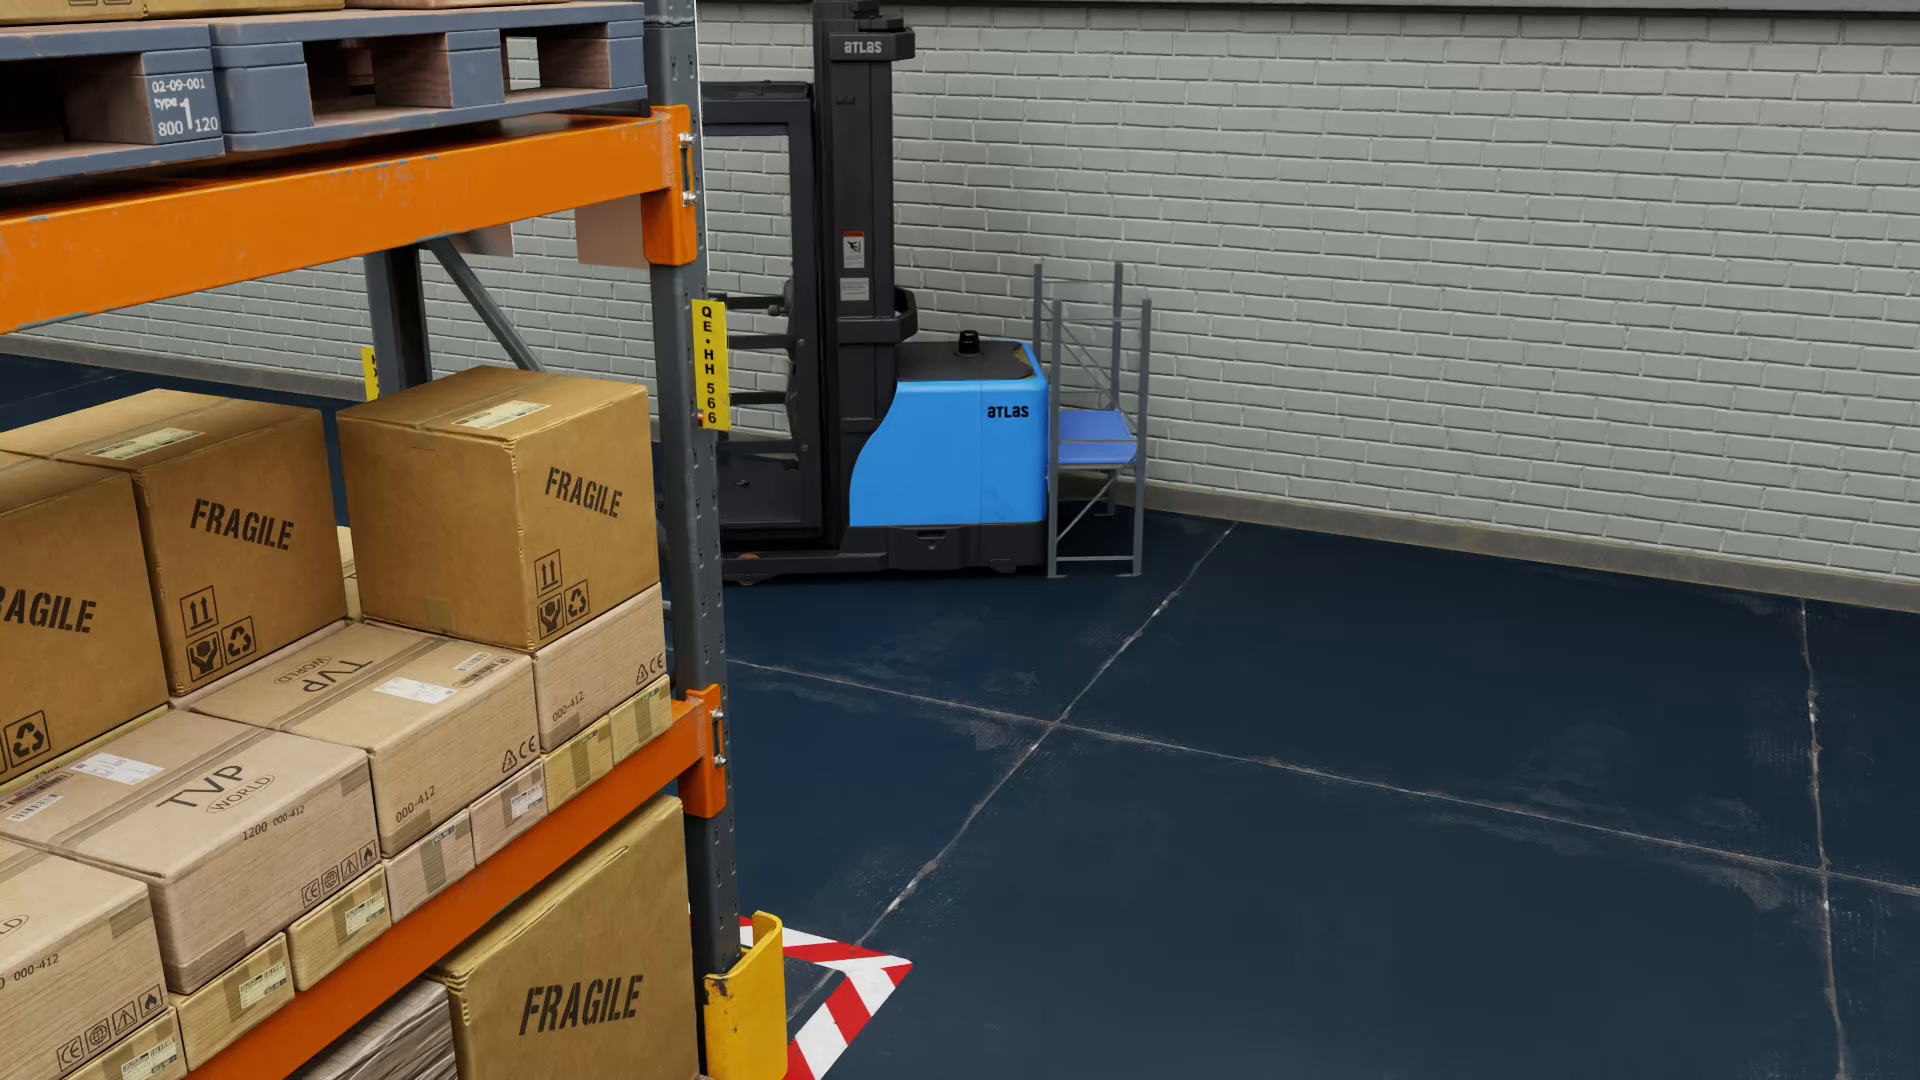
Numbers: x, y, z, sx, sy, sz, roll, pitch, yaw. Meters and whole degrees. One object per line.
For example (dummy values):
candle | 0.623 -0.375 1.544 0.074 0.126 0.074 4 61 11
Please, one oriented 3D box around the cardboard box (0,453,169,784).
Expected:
cardboard box | -1.964 0.145 3.245 0.500 0.500 0.500 8 21 21

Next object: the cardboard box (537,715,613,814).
cardboard box | -1.060 0.498 3.966 0.380 0.149 0.250 9 21 23

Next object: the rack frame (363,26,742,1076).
rack frame | -1.109 0.146 4.581 1.000 3.000 0.127 9 21 23

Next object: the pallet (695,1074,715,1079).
pallet | -1.365 1.715 4.331 1.003 0.211 1.213 9 21 23

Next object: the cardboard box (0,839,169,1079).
cardboard box | -1.692 0.732 2.715 0.500 0.250 0.500 9 21 23

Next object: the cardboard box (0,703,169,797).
cardboard box | -1.968 0.499 3.368 0.500 0.250 0.500 8 21 21

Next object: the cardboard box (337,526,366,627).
cardboard box | -1.552 0.186 4.248 0.500 0.250 0.500 8 21 21

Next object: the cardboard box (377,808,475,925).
cardboard box | -1.267 0.651 3.536 0.380 0.149 0.250 9 21 24

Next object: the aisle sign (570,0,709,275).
aisle sign | -0.806 -1.060 4.092 0.394 0.787 0.004 9 21 23

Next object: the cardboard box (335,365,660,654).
cardboard box | -1.069 -0.092 3.911 0.500 0.500 0.500 9 21 23

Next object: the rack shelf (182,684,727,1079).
rack shelf | -1.928 1.096 2.983 1.077 0.370 4.000 9 21 23

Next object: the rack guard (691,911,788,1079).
rack guard | -1.100 1.316 5.021 1.175 0.500 0.348 9 21 23

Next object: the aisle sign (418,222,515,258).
aisle sign | -1.354 -1.142 4.323 0.394 0.787 0.004 9 21 23

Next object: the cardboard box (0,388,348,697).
cardboard box | -1.757 -0.014 3.693 0.500 0.500 0.500 8 21 21

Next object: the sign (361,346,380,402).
sign | -1.613 -0.377 4.642 0.100 0.325 0.005 9 21 23

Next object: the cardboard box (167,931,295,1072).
cardboard box | -1.477 0.810 3.089 0.380 0.149 0.250 9 21 23

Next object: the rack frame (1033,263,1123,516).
rack frame | 0.668 -0.851 9.623 0.500 1.500 0.032 -1 20 -3

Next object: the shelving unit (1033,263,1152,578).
shelving unit | 0.694 -0.681 9.145 0.538 1.500 1.048 -1 20 -3

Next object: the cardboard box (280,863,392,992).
cardboard box | -1.372 0.731 3.312 0.380 0.149 0.250 8 21 21

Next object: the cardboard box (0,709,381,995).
cardboard box | -1.482 0.572 3.164 0.500 0.250 0.500 8 21 21

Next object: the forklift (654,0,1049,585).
forklift | -1.065 -1.320 8.806 3.031 2.935 1.130 -1 20 -4

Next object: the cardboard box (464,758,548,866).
cardboard box | -1.164 0.575 3.750 0.380 0.149 0.250 9 21 23

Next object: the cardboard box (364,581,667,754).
cardboard box | -1.066 0.261 4.038 0.500 0.250 0.500 8 21 22

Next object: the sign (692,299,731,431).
sign | -0.620 -0.432 4.126 0.100 0.325 0.005 9 21 23

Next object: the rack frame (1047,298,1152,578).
rack frame | 0.720 -0.511 8.666 0.500 1.500 0.032 -1 20 -3

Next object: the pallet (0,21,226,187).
pallet | -1.902 -0.623 2.400 1.003 0.211 1.213 9 21 23

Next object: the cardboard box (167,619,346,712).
cardboard box | -1.759 0.346 3.799 0.500 0.250 0.500 8 21 22

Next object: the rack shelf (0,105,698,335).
rack shelf | -1.928 -0.317 2.480 1.077 0.370 4.000 9 21 23

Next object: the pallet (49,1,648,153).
pallet | -1.404 -0.997 3.452 1.003 0.211 1.213 9 21 23

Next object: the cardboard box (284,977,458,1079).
cardboard box | -1.671 1.434 3.504 0.875 0.875 0.875 9 21 23

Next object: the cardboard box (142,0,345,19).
cardboard box | -1.614 -1.237 3.070 0.700 0.500 0.500 8 21 21

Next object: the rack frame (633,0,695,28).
rack frame | -1.109 -2.680 3.576 1.000 3.000 0.127 9 21 23

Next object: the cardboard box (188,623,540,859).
cardboard box | -1.274 0.416 3.602 0.500 0.250 0.500 8 21 22

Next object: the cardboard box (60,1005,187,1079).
cardboard box | -1.581 0.886 2.876 0.380 0.149 0.250 9 21 24

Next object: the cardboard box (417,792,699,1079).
cardboard box | -1.298 1.156 4.286 0.875 0.875 0.875 9 21 23

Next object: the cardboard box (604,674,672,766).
cardboard box | -0.955 0.418 4.190 0.380 0.149 0.250 9 21 24

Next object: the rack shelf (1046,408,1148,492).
rack shelf | 0.694 -0.511 9.205 0.538 0.185 1.000 -1 20 -3

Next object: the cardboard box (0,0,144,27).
cardboard box | -1.781 -1.073 2.607 0.700 0.500 0.500 7 21 19

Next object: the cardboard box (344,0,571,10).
cardboard box | -1.273 -1.393 3.507 0.700 0.500 0.500 7 21 19
